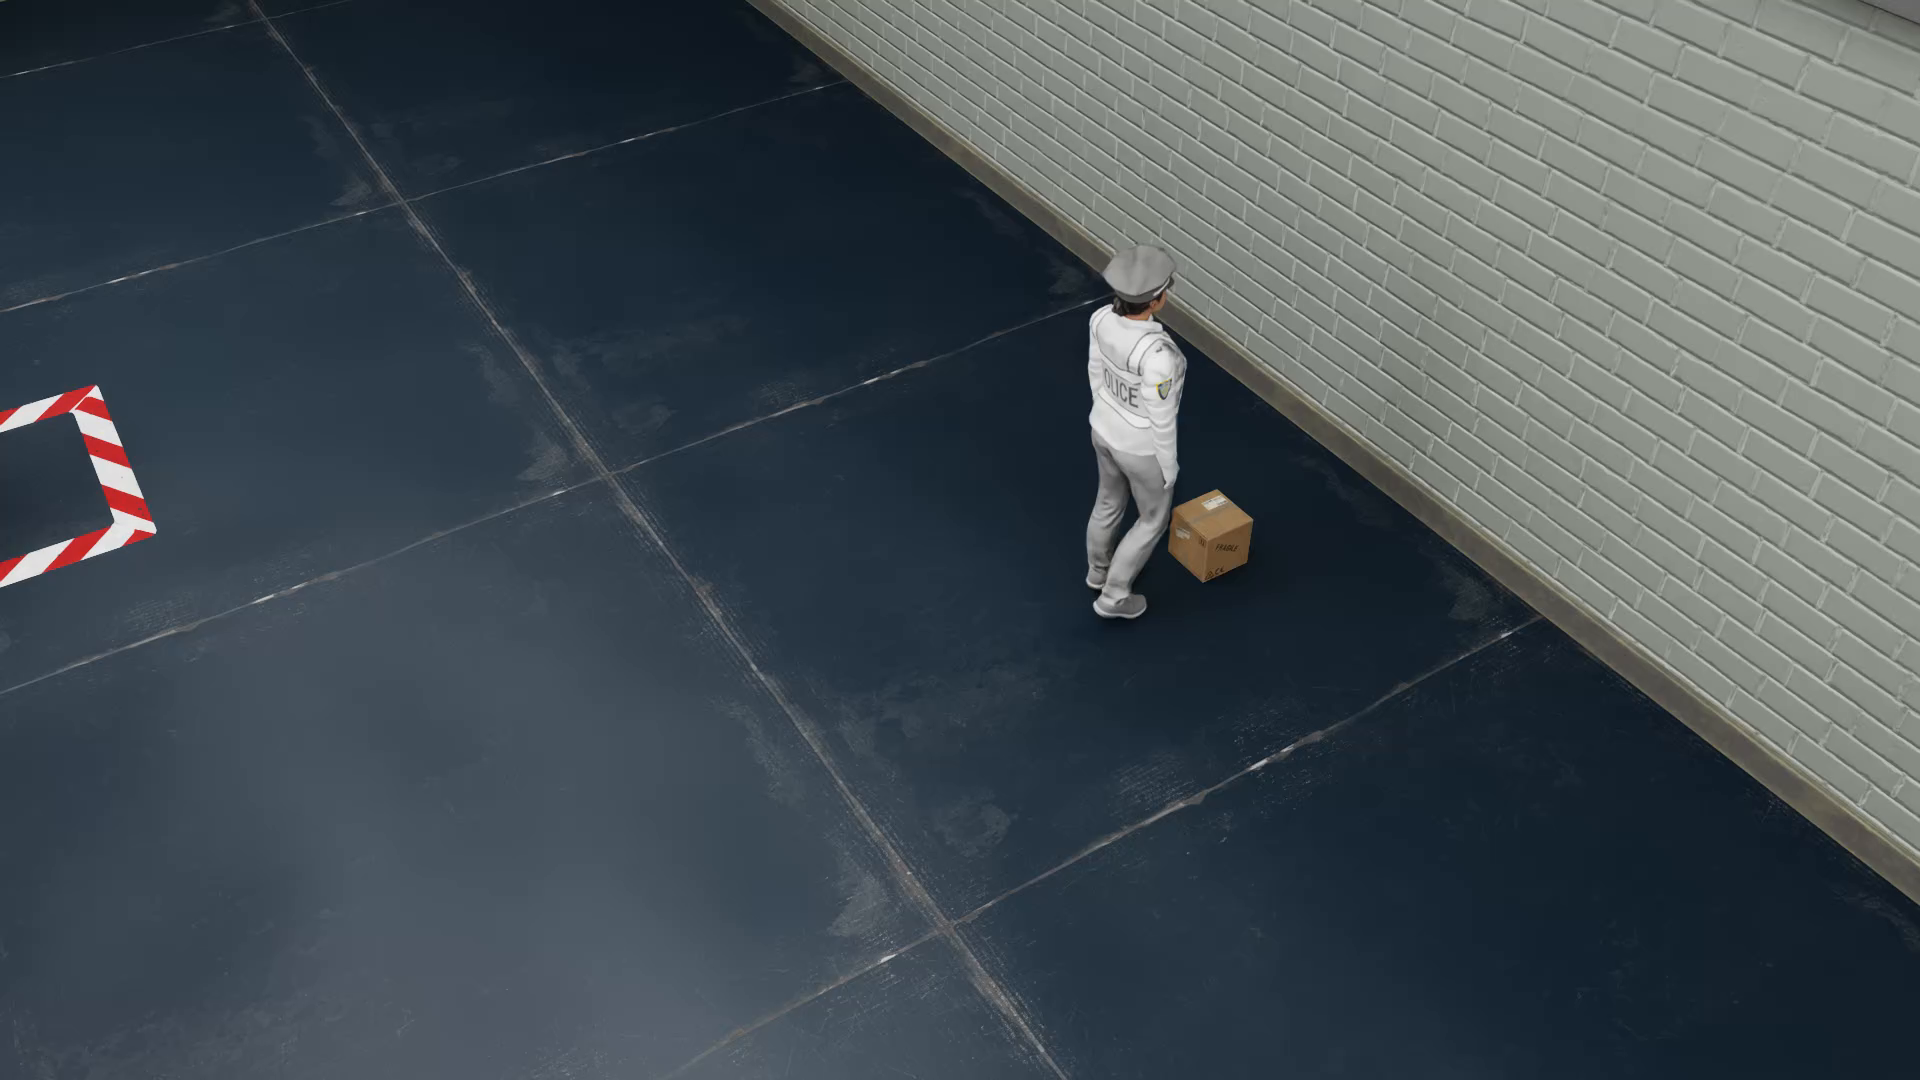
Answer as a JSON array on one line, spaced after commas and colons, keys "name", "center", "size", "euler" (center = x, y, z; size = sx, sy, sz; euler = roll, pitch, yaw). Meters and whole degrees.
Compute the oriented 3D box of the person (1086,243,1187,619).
[{"name": "person", "center": [0.676, -0.399, 6.601], "size": [0.392, 1.700, 0.482], "euler": [-22, 46, -23]}]
